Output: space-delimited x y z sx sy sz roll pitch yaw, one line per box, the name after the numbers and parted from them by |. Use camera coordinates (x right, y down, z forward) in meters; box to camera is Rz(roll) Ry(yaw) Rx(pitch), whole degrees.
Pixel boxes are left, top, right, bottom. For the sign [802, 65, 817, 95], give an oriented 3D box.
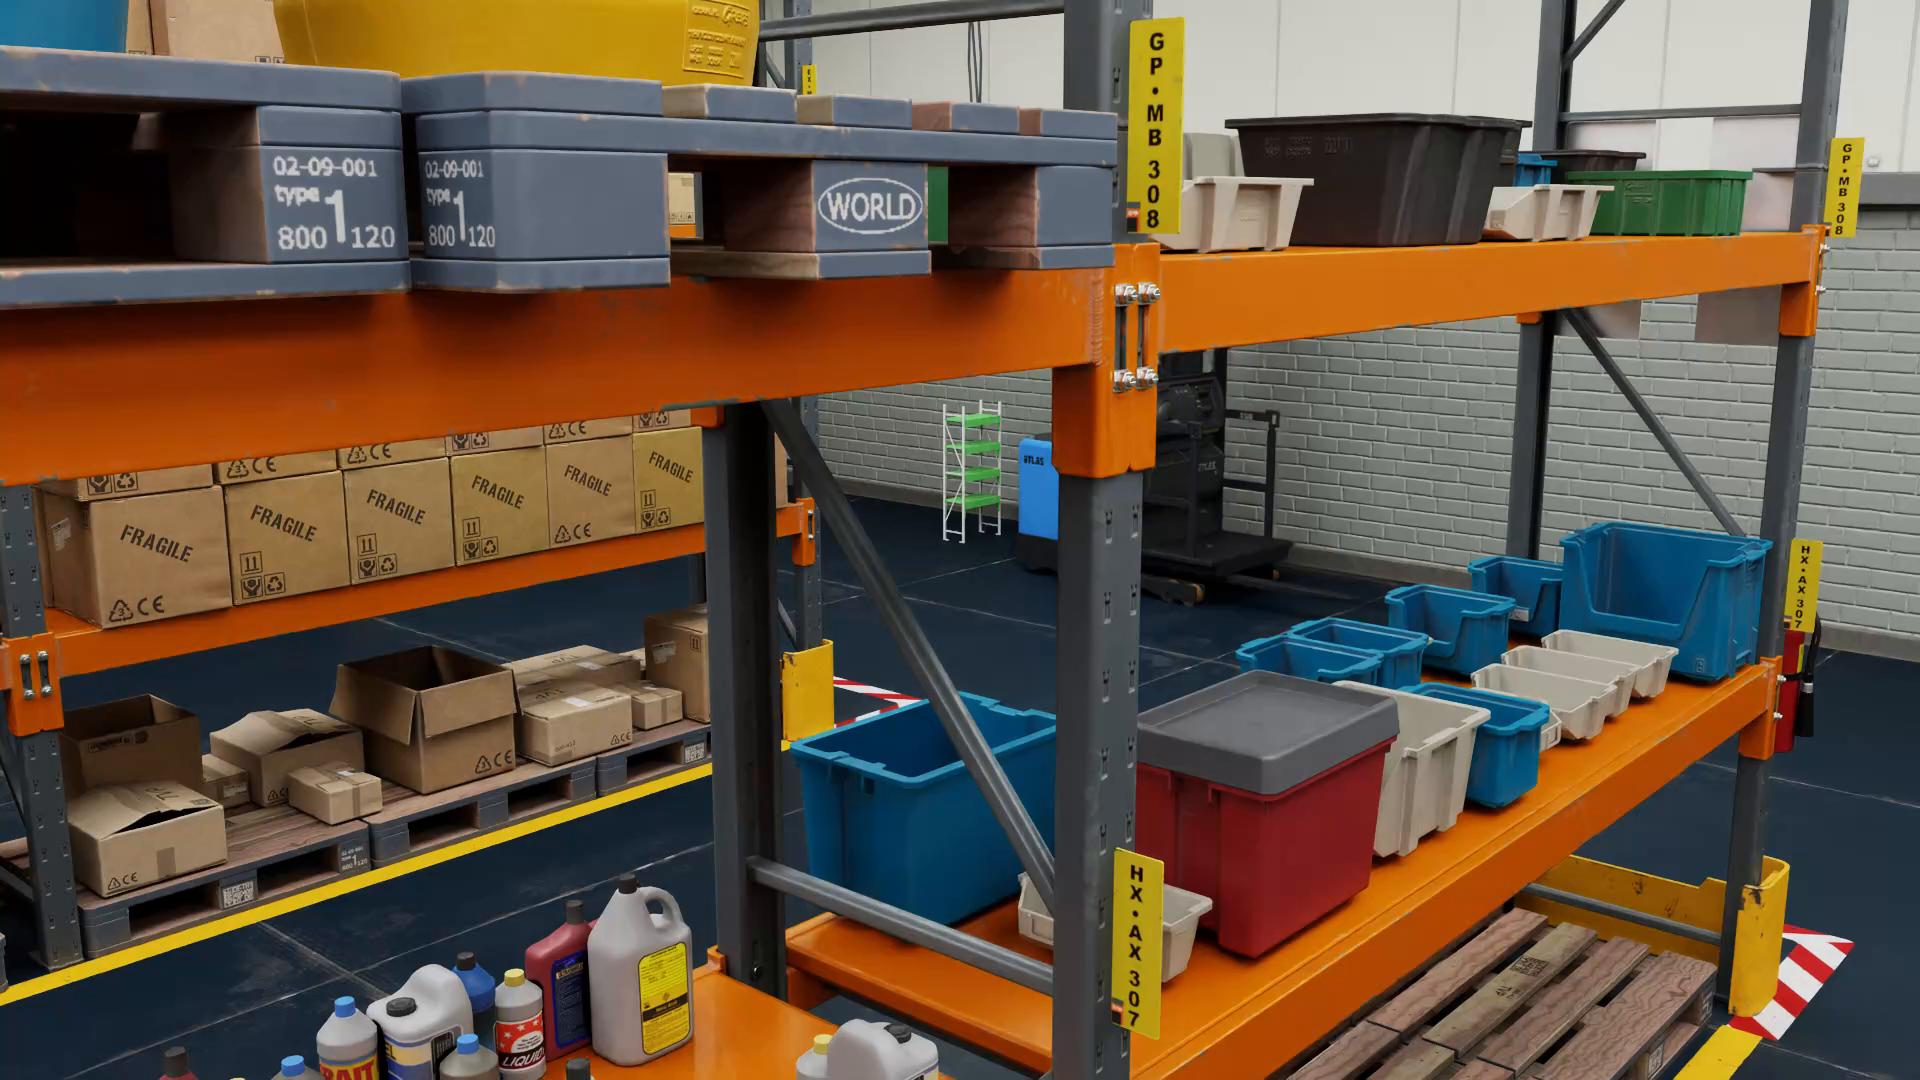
-0.781 -2.300 8.649 0.100 0.325 0.005 10 15 40 | sign

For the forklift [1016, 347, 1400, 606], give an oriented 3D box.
1.860 -1.064 12.554 3.031 2.935 1.130 11 16 43 | forklift

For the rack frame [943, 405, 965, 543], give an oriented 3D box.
-0.052 -0.577 14.536 0.240 1.200 0.015 10 15 40 | rack frame

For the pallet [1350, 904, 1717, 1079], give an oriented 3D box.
1.960 1.655 5.885 1.003 0.211 1.213 10 15 40 | pallet

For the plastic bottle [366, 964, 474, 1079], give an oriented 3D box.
-0.940 0.893 2.896 0.152 0.276 0.135 10 15 40 | plastic bottle

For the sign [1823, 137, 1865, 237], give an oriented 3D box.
2.957 -1.179 5.567 0.100 0.325 0.005 10 15 40 | sign

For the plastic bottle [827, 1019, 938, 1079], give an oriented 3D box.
-0.124 0.921 2.761 0.152 0.276 0.135 10 15 40 | plastic bottle

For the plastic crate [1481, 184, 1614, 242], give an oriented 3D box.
1.356 -0.834 4.244 0.437 0.136 0.530 10 15 40 | plastic crate

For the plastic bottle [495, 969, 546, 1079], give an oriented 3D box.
-0.820 0.895 3.078 0.097 0.201 0.097 0 11 0 | plastic bottle

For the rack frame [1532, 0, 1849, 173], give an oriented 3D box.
2.533 -2.770 5.607 1.000 3.000 0.127 10 15 40 | rack frame

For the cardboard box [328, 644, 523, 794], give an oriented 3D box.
-2.589 0.850 8.046 0.797 0.503 0.637 10 15 40 | cardboard box

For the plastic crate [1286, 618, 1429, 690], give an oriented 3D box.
1.254 0.412 5.266 0.416 0.233 0.300 10 15 40 | plastic crate

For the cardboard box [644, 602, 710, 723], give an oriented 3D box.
-1.359 0.652 9.045 0.500 0.500 0.500 10 15 40 | cardboard box

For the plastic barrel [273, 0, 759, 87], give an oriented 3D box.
-0.557 -0.849 2.091 0.600 0.588 0.600 0 11 0 | plastic barrel

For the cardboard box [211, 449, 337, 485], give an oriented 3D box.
-2.963 -0.529 6.895 0.500 0.500 0.500 9 15 39 | cardboard box

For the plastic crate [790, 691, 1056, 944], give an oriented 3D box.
-0.055 0.626 3.808 0.392 0.384 0.575 10 15 40 | plastic crate

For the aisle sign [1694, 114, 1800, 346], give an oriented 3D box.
2.801 -1.076 5.803 0.394 0.787 0.004 10 15 40 | aisle sign

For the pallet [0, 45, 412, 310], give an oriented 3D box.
-1.298 -0.323 1.495 1.003 0.211 1.213 10 15 40 | pallet

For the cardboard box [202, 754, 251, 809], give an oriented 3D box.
-3.460 1.118 7.612 0.380 0.149 0.250 10 15 40 | cardboard box

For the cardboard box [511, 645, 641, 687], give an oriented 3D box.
-2.087 0.780 9.045 0.500 0.250 0.500 10 15 40 | cardboard box

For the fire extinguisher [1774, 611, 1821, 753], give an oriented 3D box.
2.974 0.429 6.056 0.296 0.674 0.183 10 15 40 | fire extinguisher

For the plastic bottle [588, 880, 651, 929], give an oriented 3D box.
-0.670 0.816 3.266 0.061 0.283 0.133 10 15 40 | plastic bottle

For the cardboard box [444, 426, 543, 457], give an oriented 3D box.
-2.283 -0.681 7.654 0.500 0.500 0.500 10 15 42 | cardboard box

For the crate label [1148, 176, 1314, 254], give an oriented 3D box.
0.433 -0.616 3.153 0.293 0.136 0.466 10 15 40 | crate label

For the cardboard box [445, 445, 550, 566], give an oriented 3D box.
-2.282 -0.194 7.768 0.500 0.500 0.500 9 15 40 | cardboard box

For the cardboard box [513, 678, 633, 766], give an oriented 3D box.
-2.008 0.911 8.390 0.500 0.250 0.500 10 15 40 | cardboard box

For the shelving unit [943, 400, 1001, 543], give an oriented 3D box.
0.109 -0.613 14.716 0.258 1.200 0.503 10 15 40 | shelving unit

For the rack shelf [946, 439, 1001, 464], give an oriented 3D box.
0.109 -0.785 14.681 0.258 0.148 0.480 10 15 40 | rack shelf

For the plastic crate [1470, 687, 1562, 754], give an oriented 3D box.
1.582 0.546 4.841 0.298 0.136 0.250 10 15 40 | plastic crate

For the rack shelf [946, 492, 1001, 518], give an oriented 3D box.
0.109 -0.315 14.775 0.258 0.148 0.480 10 15 40 | rack shelf

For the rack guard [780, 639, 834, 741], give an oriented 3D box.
-1.235 0.767 9.593 1.175 0.500 0.348 10 15 40 | rack guard

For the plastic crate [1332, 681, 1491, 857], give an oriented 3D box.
1.039 0.588 4.259 0.437 0.282 0.530 10 15 40 | plastic crate

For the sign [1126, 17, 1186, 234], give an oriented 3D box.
0.305 -0.644 2.596 0.100 0.325 0.005 10 15 40 | sign

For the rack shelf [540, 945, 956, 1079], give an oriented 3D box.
-1.427 1.407 1.845 1.077 0.370 4.000 10 15 40 | rack shelf

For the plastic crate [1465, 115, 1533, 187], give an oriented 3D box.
1.318 -1.080 4.959 0.504 0.338 0.767 10 15 40 | plastic crate

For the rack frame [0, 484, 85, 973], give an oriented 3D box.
-3.825 0.119 6.457 1.000 3.000 0.127 10 15 40 | rack frame

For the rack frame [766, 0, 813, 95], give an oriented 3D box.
-1.185 -3.411 8.816 1.000 3.000 0.127 10 15 40 | rack frame

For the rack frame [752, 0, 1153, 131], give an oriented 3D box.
-0.107 -2.182 2.660 1.000 3.000 0.127 10 15 40 | rack frame

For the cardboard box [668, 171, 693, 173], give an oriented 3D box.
-1.662 -1.930 8.164 0.500 0.250 0.500 10 15 40 | cardboard box

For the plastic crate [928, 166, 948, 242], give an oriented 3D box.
-0.054 -0.709 3.483 0.450 0.188 0.662 10 15 40 | plastic crate

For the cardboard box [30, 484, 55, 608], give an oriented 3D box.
-3.688 -0.037 6.982 0.500 0.500 0.500 10 15 41 | cardboard box

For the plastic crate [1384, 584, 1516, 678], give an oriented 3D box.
1.689 0.315 5.751 0.416 0.233 0.300 10 15 40 | plastic crate

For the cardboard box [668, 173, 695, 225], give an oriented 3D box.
-1.664 -1.685 8.214 0.500 0.250 0.500 10 15 40 | cardboard box

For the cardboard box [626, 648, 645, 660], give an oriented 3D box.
-1.720 0.730 9.554 0.380 0.149 0.250 10 15 40 | cardboard box

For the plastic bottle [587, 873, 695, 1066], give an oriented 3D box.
-0.610 0.800 3.174 0.144 0.351 0.185 10 15 40 | plastic bottle

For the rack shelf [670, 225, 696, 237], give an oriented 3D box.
-2.505 -1.293 7.707 1.077 0.370 4.000 10 15 40 | rack shelf

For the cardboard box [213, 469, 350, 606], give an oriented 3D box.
-2.949 -0.046 7.026 0.500 0.500 0.500 10 15 41 | cardboard box

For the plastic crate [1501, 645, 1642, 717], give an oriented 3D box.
1.929 0.455 5.292 0.396 0.136 0.243 10 15 40 | plastic crate

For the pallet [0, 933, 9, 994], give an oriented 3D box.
-4.334 1.611 6.107 1.003 0.211 1.213 10 15 40 | pallet

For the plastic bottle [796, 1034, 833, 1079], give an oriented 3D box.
-0.230 0.944 2.835 0.097 0.201 0.097 0 11 0 | plastic bottle

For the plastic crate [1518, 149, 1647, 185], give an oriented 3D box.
2.070 -1.215 5.810 0.497 0.269 0.590 10 15 40 | plastic crate

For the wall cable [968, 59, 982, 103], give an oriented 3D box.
-0.906 -3.315 16.259 3.097 2.526 0.112 10 15 40 | wall cable

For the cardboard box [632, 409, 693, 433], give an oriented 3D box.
-1.605 -0.833 8.417 0.500 0.500 0.500 10 15 42 | cardboard box

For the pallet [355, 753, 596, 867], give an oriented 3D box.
-2.566 1.205 8.138 1.003 0.211 1.213 10 15 40 | pallet

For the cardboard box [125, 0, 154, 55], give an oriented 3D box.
-3.533 -1.968 6.439 0.700 0.500 0.500 10 15 40 | cardboard box

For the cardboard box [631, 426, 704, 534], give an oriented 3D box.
-1.616 -0.341 8.503 0.500 0.500 0.500 10 15 41 | cardboard box

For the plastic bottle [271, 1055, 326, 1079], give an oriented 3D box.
-1.102 0.958 2.764 0.097 0.201 0.097 0 11 0 | plastic bottle

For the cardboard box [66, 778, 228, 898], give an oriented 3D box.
-3.386 1.188 6.847 0.500 0.311 0.500 10 15 40 | cardboard box

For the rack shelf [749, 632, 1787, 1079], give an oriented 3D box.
1.213 0.818 4.792 1.077 0.370 4.000 10 15 40 | rack shelf

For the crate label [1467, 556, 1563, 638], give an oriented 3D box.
2.123 0.218 6.236 0.416 0.233 0.303 10 15 40 | crate label
